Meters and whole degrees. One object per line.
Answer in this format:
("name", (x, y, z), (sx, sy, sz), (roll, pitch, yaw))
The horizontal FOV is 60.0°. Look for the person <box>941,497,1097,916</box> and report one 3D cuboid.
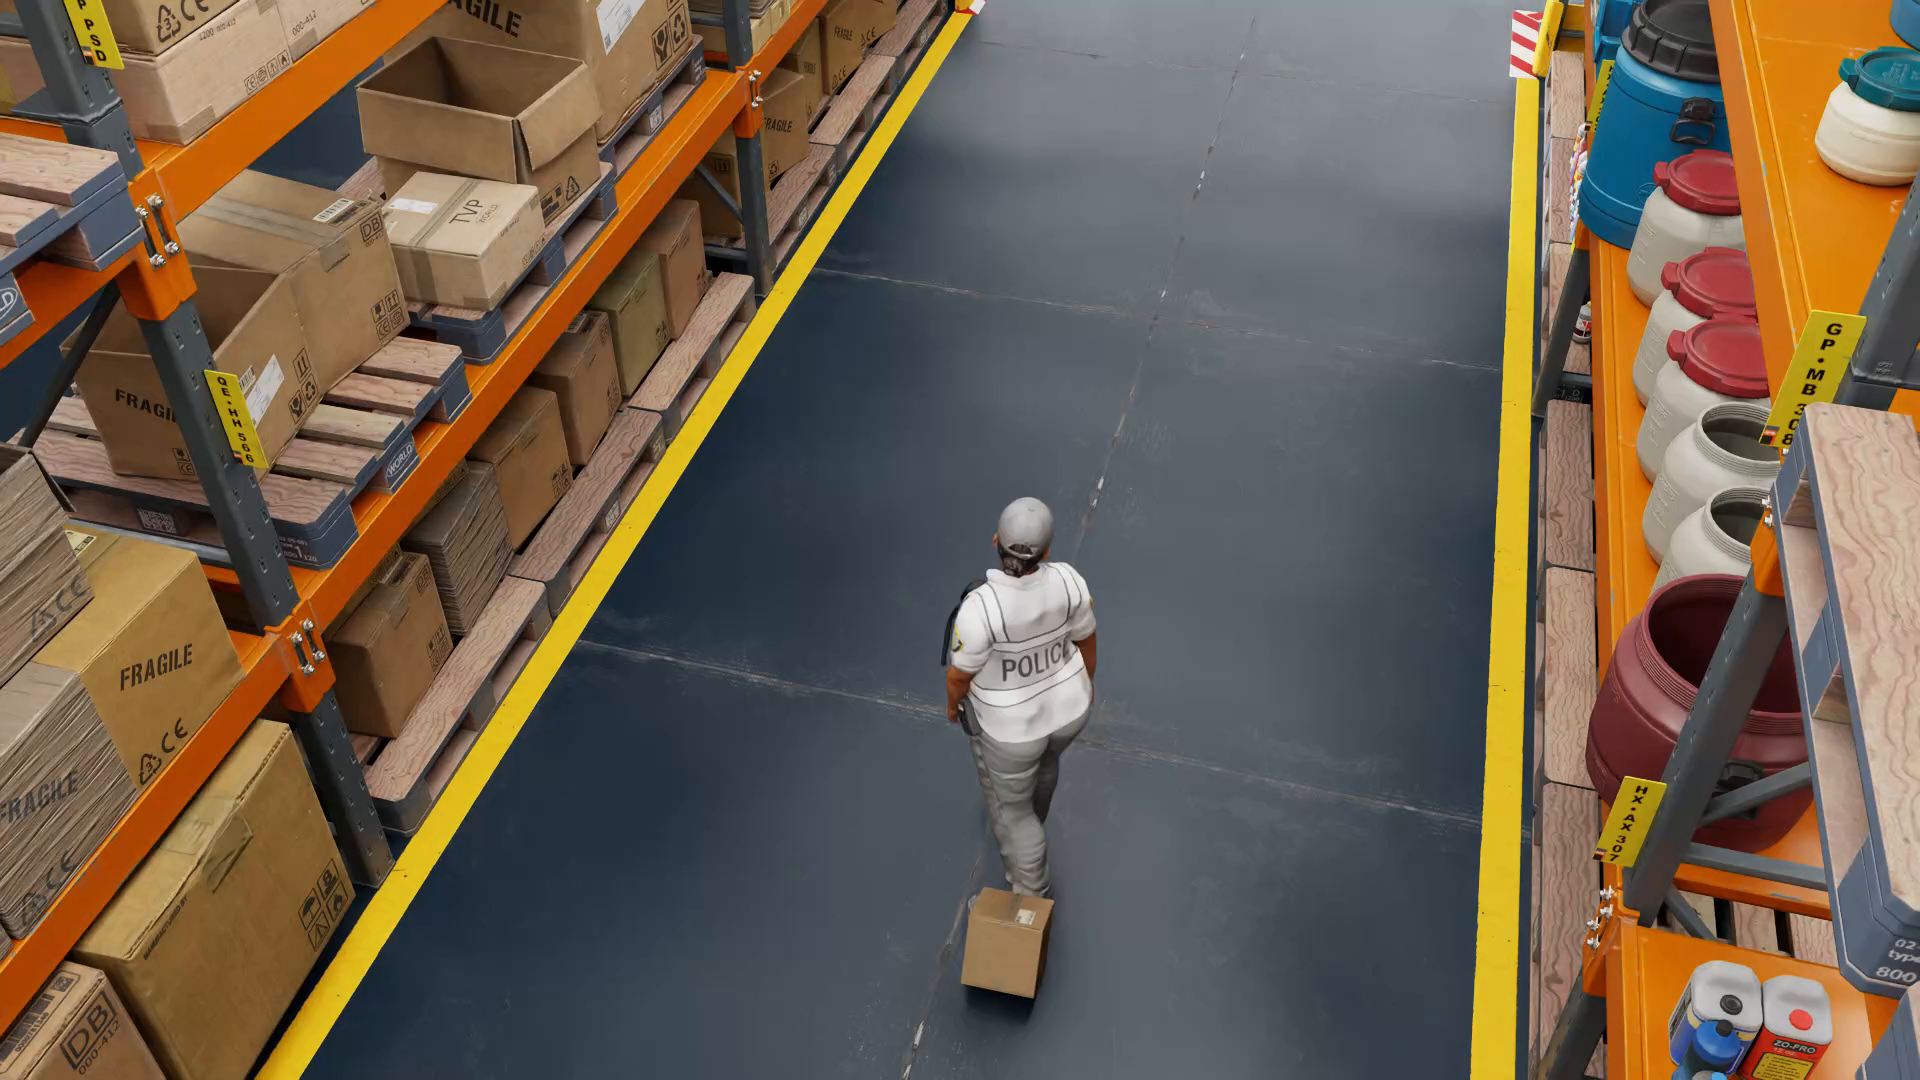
("person", (0.197, 0.536, 5.520), (0.562, 1.646, 0.628), (-25, 47, -26))
